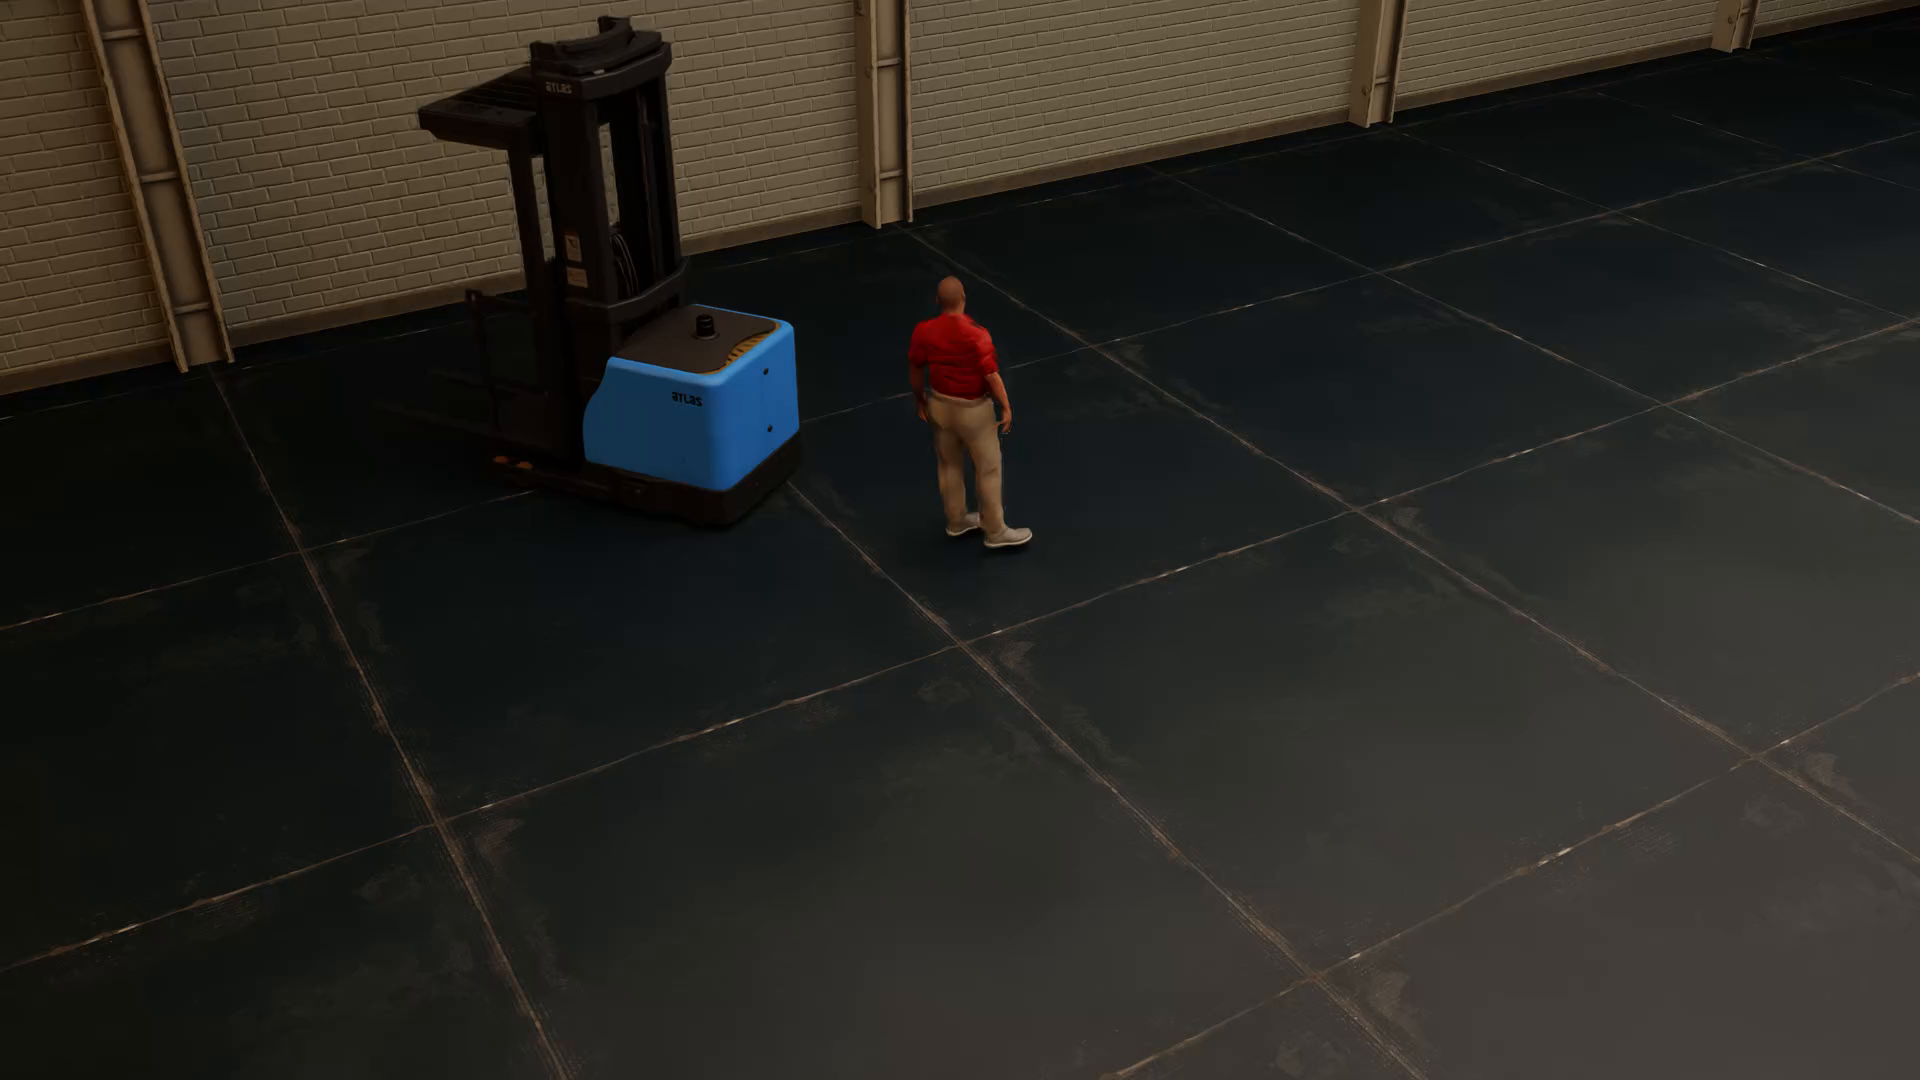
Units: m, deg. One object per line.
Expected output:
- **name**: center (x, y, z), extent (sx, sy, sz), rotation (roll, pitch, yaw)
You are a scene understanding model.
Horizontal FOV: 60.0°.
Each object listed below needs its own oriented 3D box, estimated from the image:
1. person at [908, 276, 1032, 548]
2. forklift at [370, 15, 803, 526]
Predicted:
- **person**: center (0.067, -0.783, 10.037), extent (0.753, 1.728, 0.418), rotation (13, 33, 20)
- **forklift**: center (-2.622, -1.843, 10.724), extent (3.031, 2.935, 1.130), rotation (13, 33, 21)
